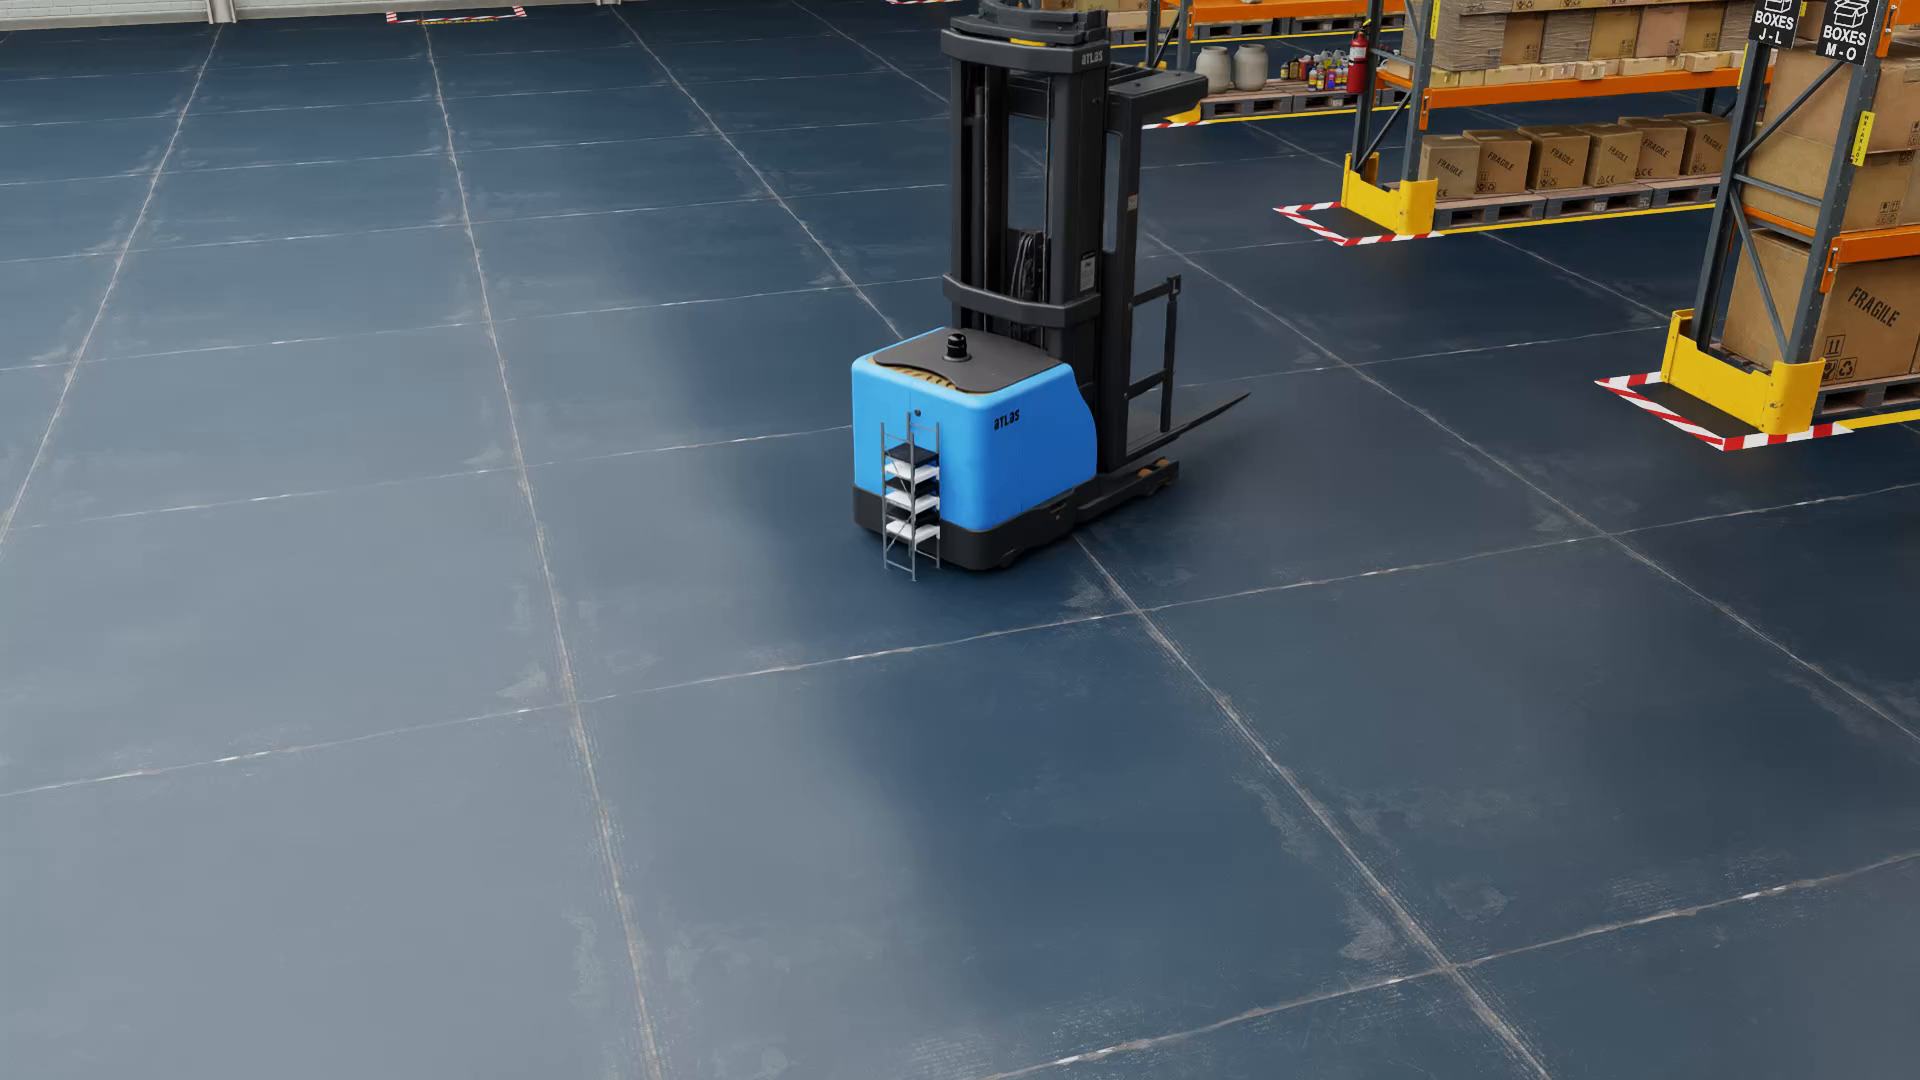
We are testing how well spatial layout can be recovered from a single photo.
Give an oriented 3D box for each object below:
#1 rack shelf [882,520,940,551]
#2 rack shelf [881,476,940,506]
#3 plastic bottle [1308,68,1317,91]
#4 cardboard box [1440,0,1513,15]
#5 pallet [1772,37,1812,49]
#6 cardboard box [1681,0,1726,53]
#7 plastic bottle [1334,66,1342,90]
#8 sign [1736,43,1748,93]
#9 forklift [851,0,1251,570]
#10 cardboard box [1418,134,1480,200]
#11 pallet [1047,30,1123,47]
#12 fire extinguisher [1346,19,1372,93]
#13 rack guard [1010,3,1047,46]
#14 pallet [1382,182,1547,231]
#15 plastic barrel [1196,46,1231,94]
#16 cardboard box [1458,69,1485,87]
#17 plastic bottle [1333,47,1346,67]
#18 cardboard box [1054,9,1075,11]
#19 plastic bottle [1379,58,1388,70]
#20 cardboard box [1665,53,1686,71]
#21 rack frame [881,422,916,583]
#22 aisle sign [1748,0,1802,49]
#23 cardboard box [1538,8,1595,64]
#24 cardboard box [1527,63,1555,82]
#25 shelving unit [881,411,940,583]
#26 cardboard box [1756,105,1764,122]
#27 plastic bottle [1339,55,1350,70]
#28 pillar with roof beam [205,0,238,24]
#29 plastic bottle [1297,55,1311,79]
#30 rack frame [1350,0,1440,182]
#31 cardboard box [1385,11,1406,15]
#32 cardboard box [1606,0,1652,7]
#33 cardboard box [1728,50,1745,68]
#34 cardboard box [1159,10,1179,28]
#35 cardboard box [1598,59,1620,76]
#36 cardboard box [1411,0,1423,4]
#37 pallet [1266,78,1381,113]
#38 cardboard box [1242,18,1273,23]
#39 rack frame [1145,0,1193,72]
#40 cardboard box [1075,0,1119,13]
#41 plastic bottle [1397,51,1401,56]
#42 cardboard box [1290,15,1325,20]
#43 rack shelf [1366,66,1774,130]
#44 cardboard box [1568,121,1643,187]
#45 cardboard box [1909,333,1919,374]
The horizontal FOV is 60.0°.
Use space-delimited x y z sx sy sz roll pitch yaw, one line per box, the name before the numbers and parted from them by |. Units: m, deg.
rack shelf | -0.272 -0.044 9.307 0.258 0.077 0.200 21 34 36
rack shelf | -0.272 -0.286 9.187 0.258 0.077 0.200 21 34 36
plastic bottle | 4.296 -5.610 20.250 0.097 0.271 0.097 0 26 0
cardboard box | 4.616 -5.009 14.895 0.500 0.500 0.500 -8 28 -16
pallet | 8.584 -4.931 16.525 1.213 0.211 1.003 -8 28 -16
cardboard box | 6.879 -5.062 16.125 0.500 0.500 0.875 -8 28 -16
plastic bottle | 4.621 -5.657 20.345 0.097 0.271 0.097 0 26 0
sign | 5.294 -3.168 11.189 0.005 0.325 0.100 -8 28 -16
forklift | 0.723 -1.719 9.916 1.130 2.935 3.031 21 34 36
cardboard box | 4.608 -3.570 15.906 0.500 0.500 0.500 -3 27 -7
pallet | 1.659 -7.486 24.591 1.213 0.211 1.003 -8 28 -16
fire extinguisher | 3.757 -4.567 15.663 0.183 0.674 0.296 -8 28 -16
rack guard | 0.922 -7.489 24.272 0.348 0.500 1.175 -8 28 -16
pallet | 4.865 -3.281 16.121 1.213 0.211 1.003 -8 28 -16
plastic barrel | 3.077 -5.713 20.211 0.421 0.512 0.421 0 26 0
cardboard box | 4.597 -4.275 15.270 0.250 0.149 0.380 -8 28 -16
plastic bottle | 4.799 -6.058 21.063 0.185 0.351 0.144 -8 28 -17
cardboard box | 1.524 -7.548 24.200 0.500 0.250 0.500 -8 28 -16
plastic bottle | 5.266 -5.797 20.537 0.185 0.351 0.144 -8 28 -16
cardboard box | 6.720 -4.607 15.940 0.250 0.149 0.380 -8 28 -16
rack frame | -0.339 -0.201 9.144 0.240 0.900 0.006 21 34 36
aisle sign | 5.288 -3.593 10.691 0.004 0.787 0.394 -8 28 -16
cardboard box | 5.467 -4.835 15.669 0.500 0.500 0.875 -8 28 -16
cardboard box | 5.311 -4.378 15.477 0.250 0.149 0.380 -8 28 -16
shelving unit | -0.272 -0.235 9.212 0.258 0.900 0.210 21 34 36
cardboard box | 8.403 -4.126 17.005 0.500 0.500 0.700 -10 28 -20
plastic bottle | 4.869 -5.965 20.961 0.135 0.276 0.152 -8 28 -16
pillar with roof beam | -10.272 -10.382 20.543 0.400 9.000 9.100 -8 28 -16
plastic bottle | 4.334 -5.955 20.940 0.135 0.276 0.152 -8 28 -16
rack frame | 4.009 -4.423 15.285 0.127 3.000 1.000 -8 28 -16
cardboard box | 6.670 -8.282 25.678 0.500 0.250 0.500 -8 27 -15
cardboard box | 6.042 -5.216 15.311 0.500 0.500 0.500 -8 28 -16
cardboard box | 7.458 -4.677 16.079 0.250 0.149 0.380 -8 28 -16
cardboard box | 2.950 -7.754 24.615 0.500 0.250 0.500 -8 28 -16
cardboard box | 6.007 -4.505 15.733 0.250 0.149 0.380 -8 28 -16
cardboard box | 4.455 -5.229 15.337 0.500 0.500 0.500 -8 28 -16
pallet | 4.465 -5.574 20.740 1.213 0.211 1.003 -8 28 -16
cardboard box | 4.375 -7.963 25.036 0.500 0.250 0.500 -8 28 -16
rack frame | 2.475 -6.517 19.503 0.127 3.000 1.000 -8 28 -16
cardboard box | 1.998 -7.953 24.174 0.500 0.500 0.500 -8 28 -16
plastic bottle | 5.574 -6.088 21.200 0.133 0.283 0.061 -8 28 -16
cardboard box | 5.208 -8.070 25.251 0.500 0.250 0.500 -9 28 -17
rack shelf | 5.911 -4.376 16.000 4.000 0.370 1.077 -8 28 -16
cardboard box | 6.311 -3.803 16.376 0.500 0.500 0.500 -11 28 -21
cardboard box | 6.909 -1.791 11.902 0.875 0.875 0.875 -9 28 -17
